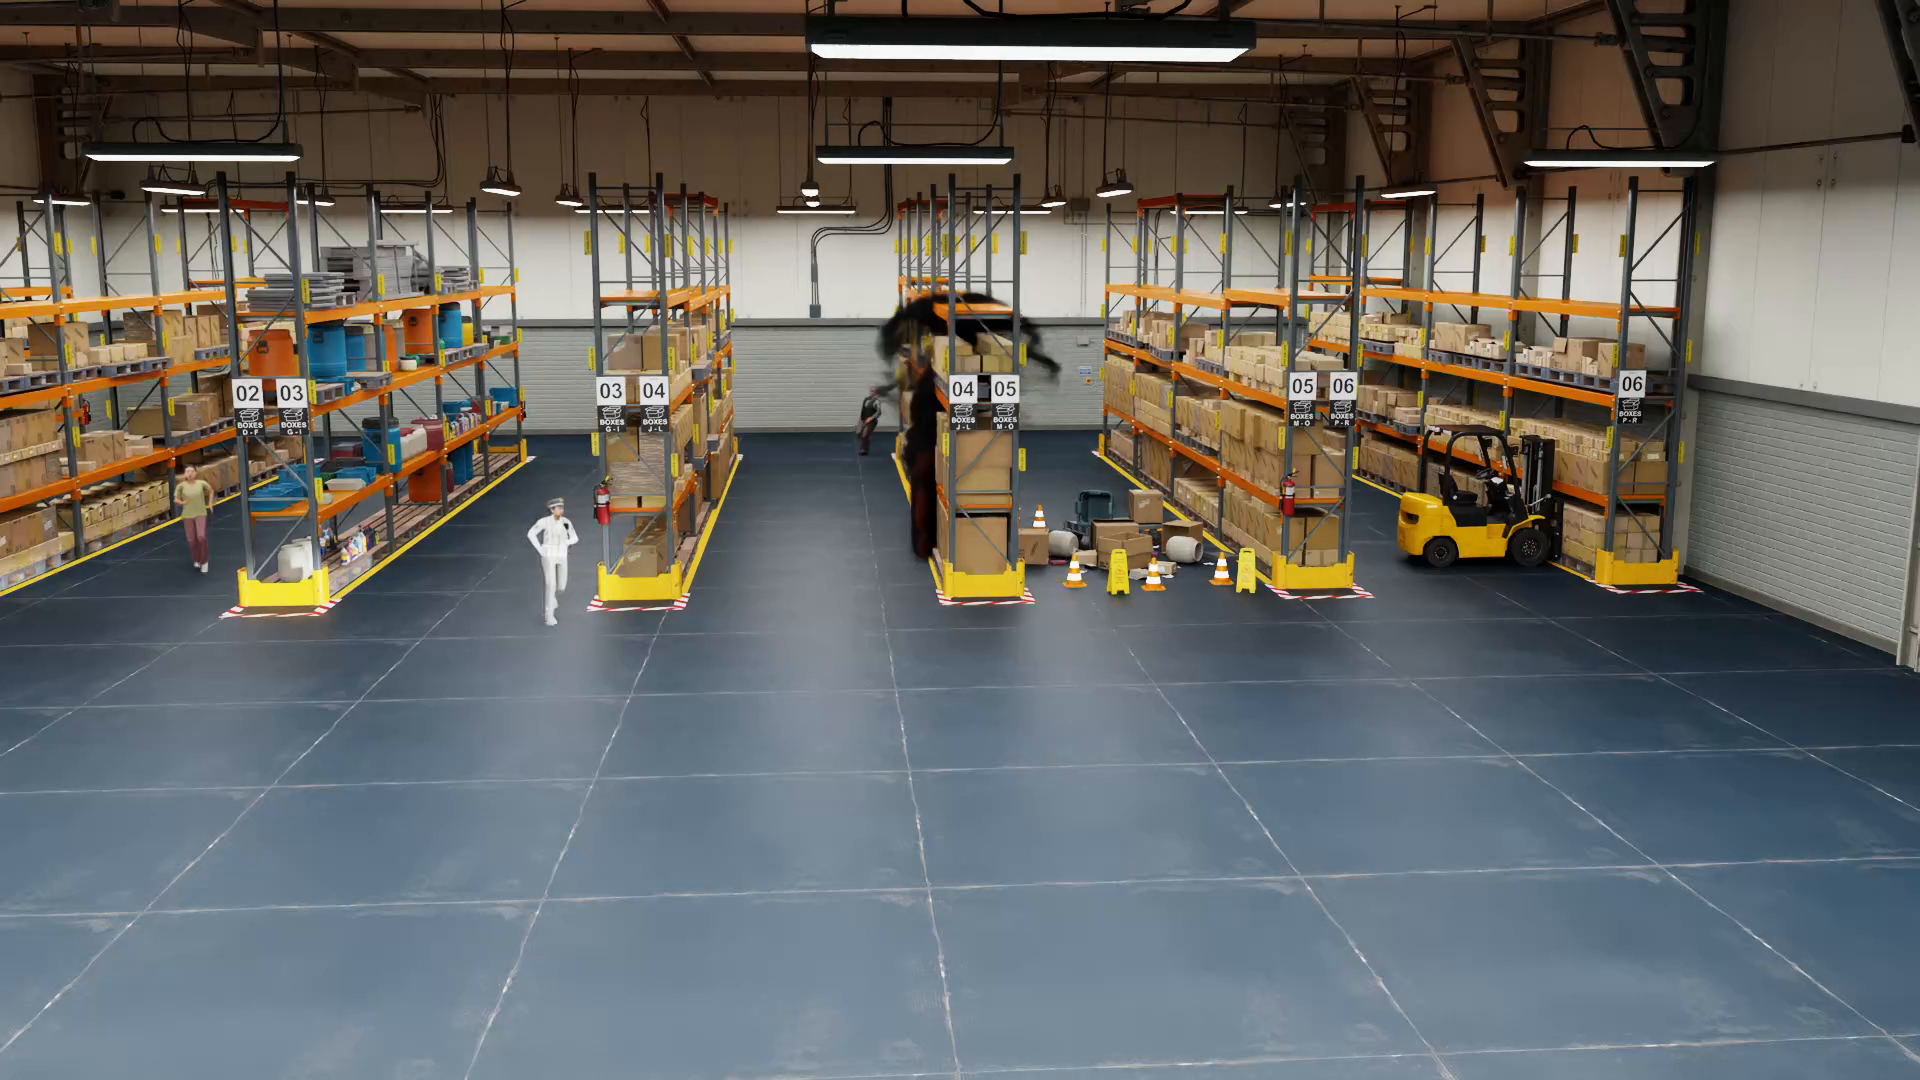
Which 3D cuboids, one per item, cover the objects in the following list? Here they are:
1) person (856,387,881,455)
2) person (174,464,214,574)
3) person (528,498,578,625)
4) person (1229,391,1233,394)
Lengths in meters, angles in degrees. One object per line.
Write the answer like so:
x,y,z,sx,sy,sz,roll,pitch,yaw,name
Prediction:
-2.219,-2.855,40.123,0.684,1.649,0.540,7,12,34,person
-11.853,-0.322,25.769,0.542,1.680,0.708,-3,11,-18,person
-5.499,0.248,22.637,0.638,1.674,0.875,-8,13,-37,person
6.061,-2.459,37.581,0.674,1.832,0.785,-4,11,-22,person
